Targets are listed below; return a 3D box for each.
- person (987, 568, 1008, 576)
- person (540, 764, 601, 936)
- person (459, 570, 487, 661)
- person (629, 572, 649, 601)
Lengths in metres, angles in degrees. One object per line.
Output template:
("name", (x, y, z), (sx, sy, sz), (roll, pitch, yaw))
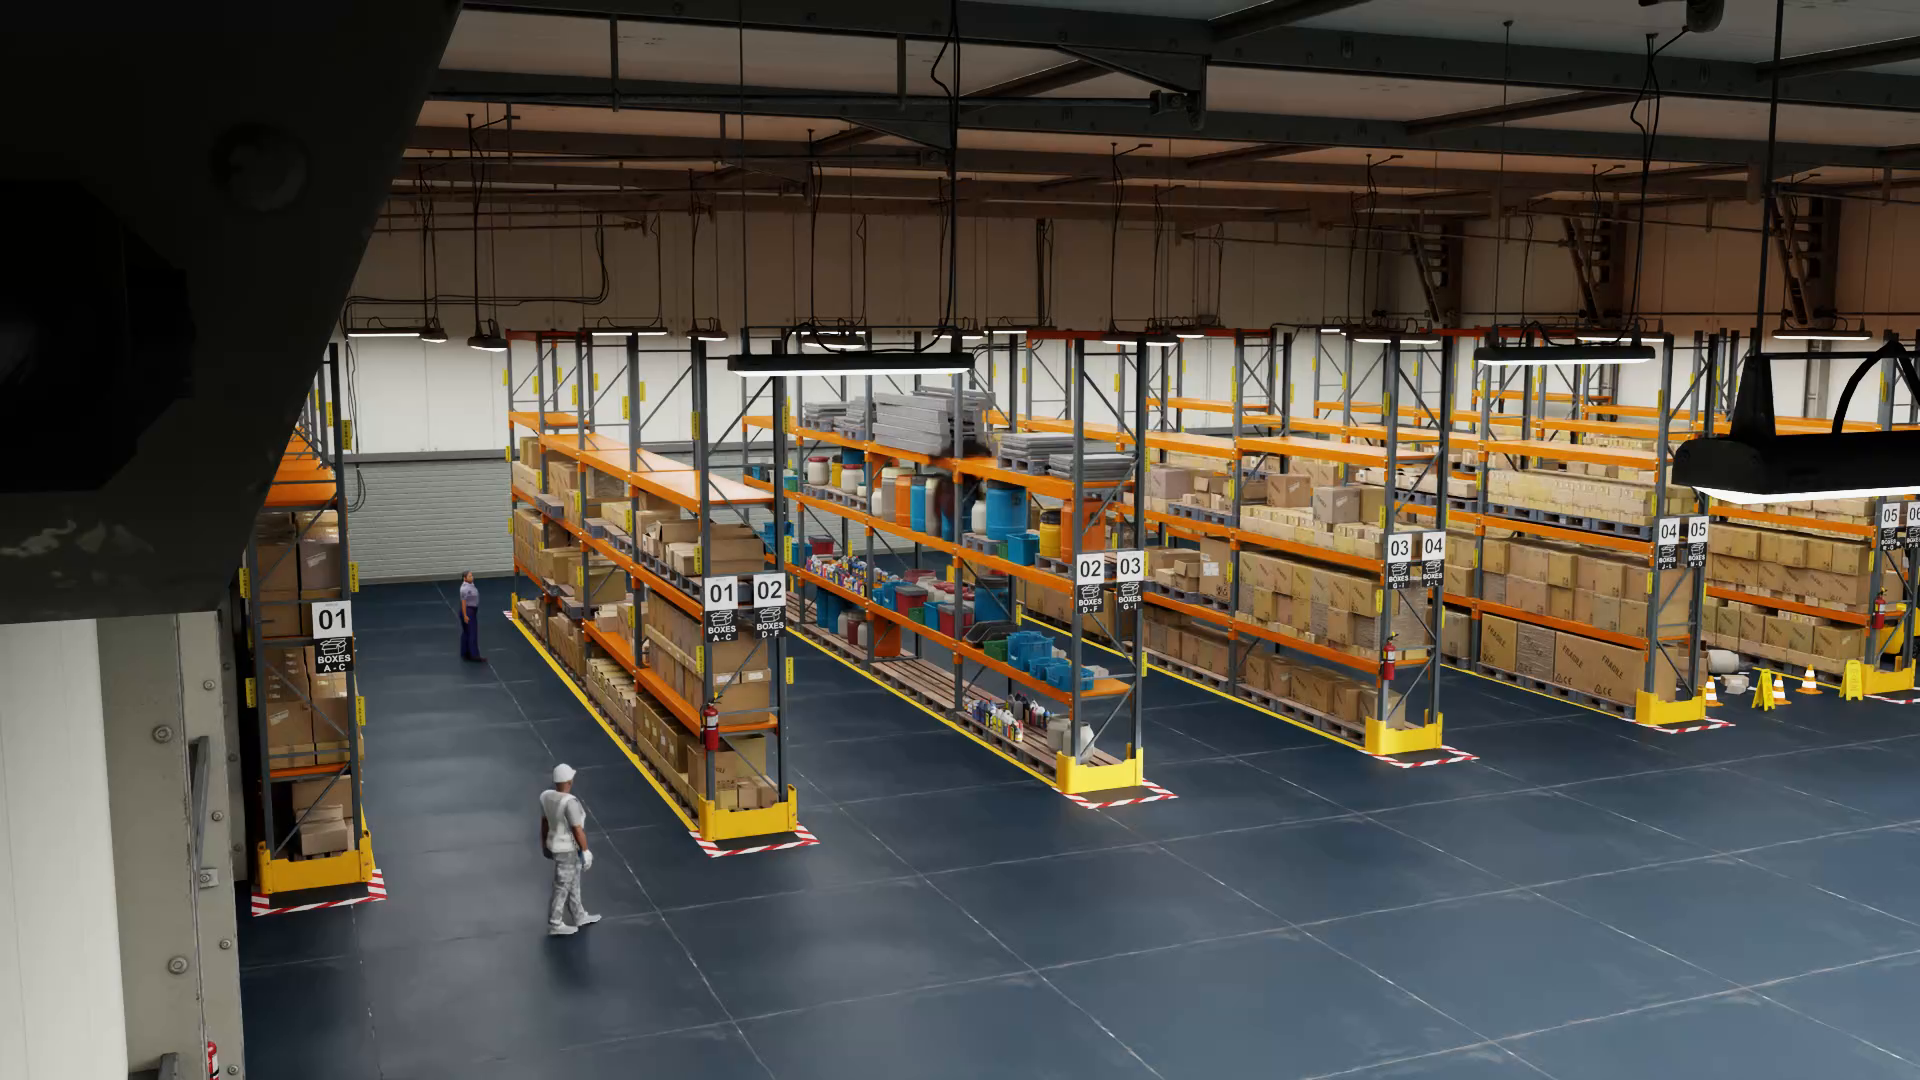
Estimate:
("person", (0.631, 1.144, 30.486), (0.448, 1.677, 0.623), (-6, 10, -38))
("person", (-3.960, 3.153, 17.038), (0.603, 1.785, 0.563), (-4, 9, -24))
("person", (-8.943, 1.378, 30.518), (0.487, 1.670, 0.513), (-2, 8, -11))
("person", (-6.534, 0.772, 34.461), (0.650, 1.789, 0.605), (2, 8, 11))
